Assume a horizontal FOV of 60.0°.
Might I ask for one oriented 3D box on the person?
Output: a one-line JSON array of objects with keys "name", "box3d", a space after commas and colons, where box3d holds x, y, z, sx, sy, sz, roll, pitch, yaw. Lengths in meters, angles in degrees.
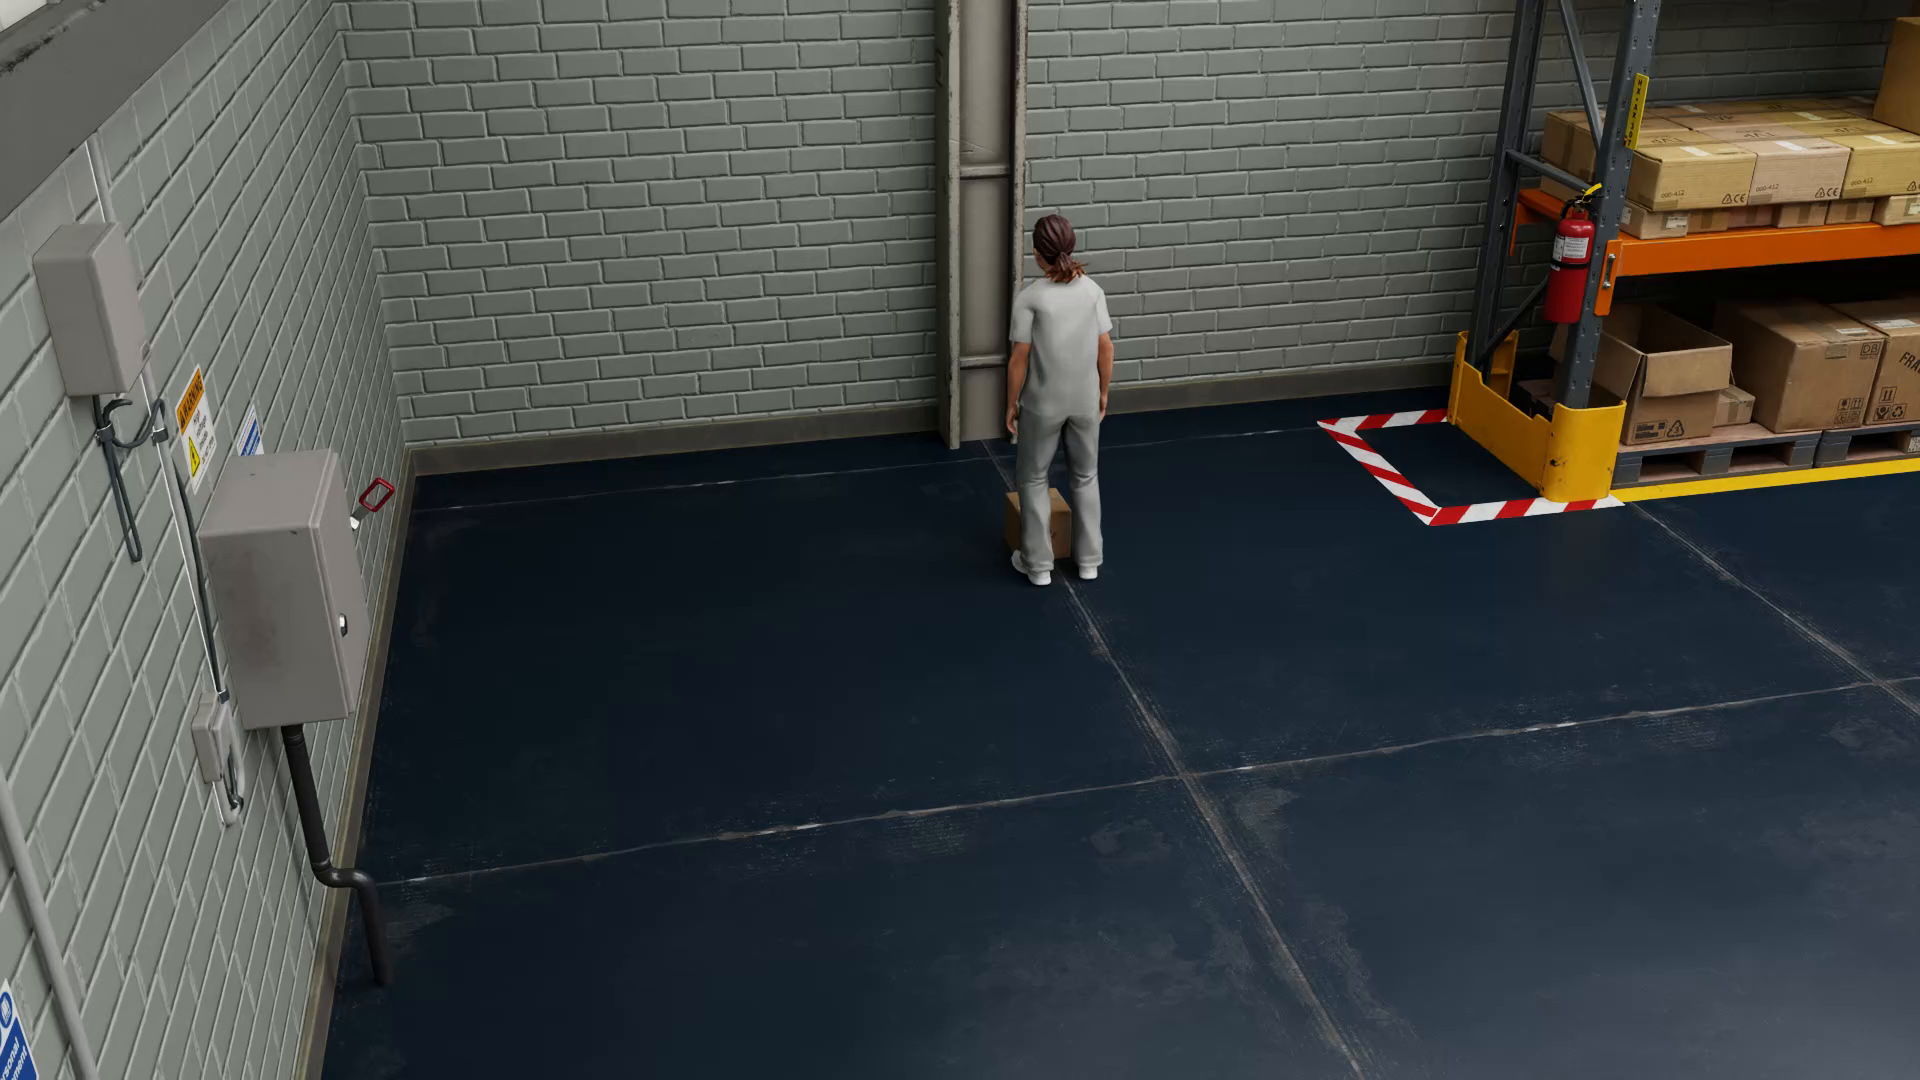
[{"name": "person", "box3d": [0.431, -0.595, 7.295, 0.499, 1.671, 0.364, -7, 28, -14]}]
